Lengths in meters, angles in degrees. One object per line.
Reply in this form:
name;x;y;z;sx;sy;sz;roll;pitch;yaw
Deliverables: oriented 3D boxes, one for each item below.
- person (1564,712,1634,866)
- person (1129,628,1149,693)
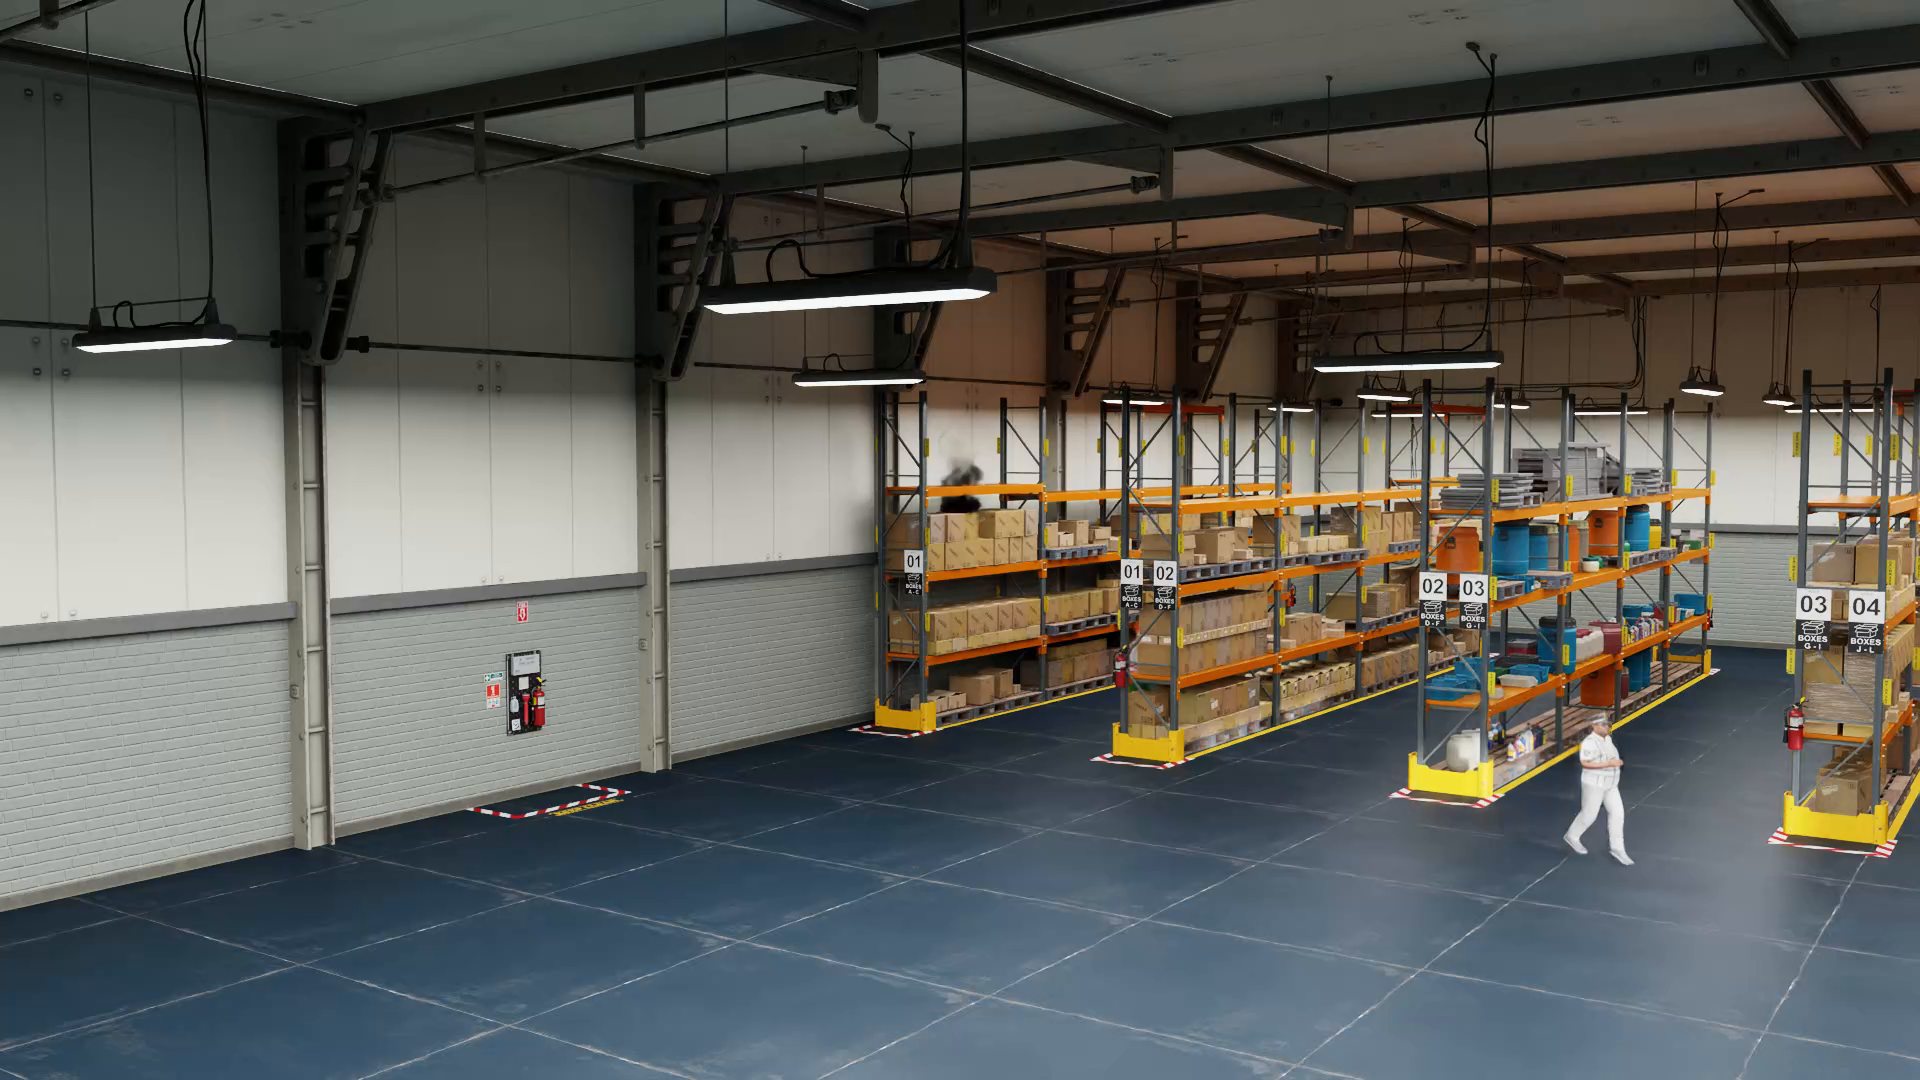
person;7.742;2.986;20.168;0.653;1.821;0.867;-2;4;-30
person;3.236;2.454;30.076;0.669;1.760;0.868;2;4;34
